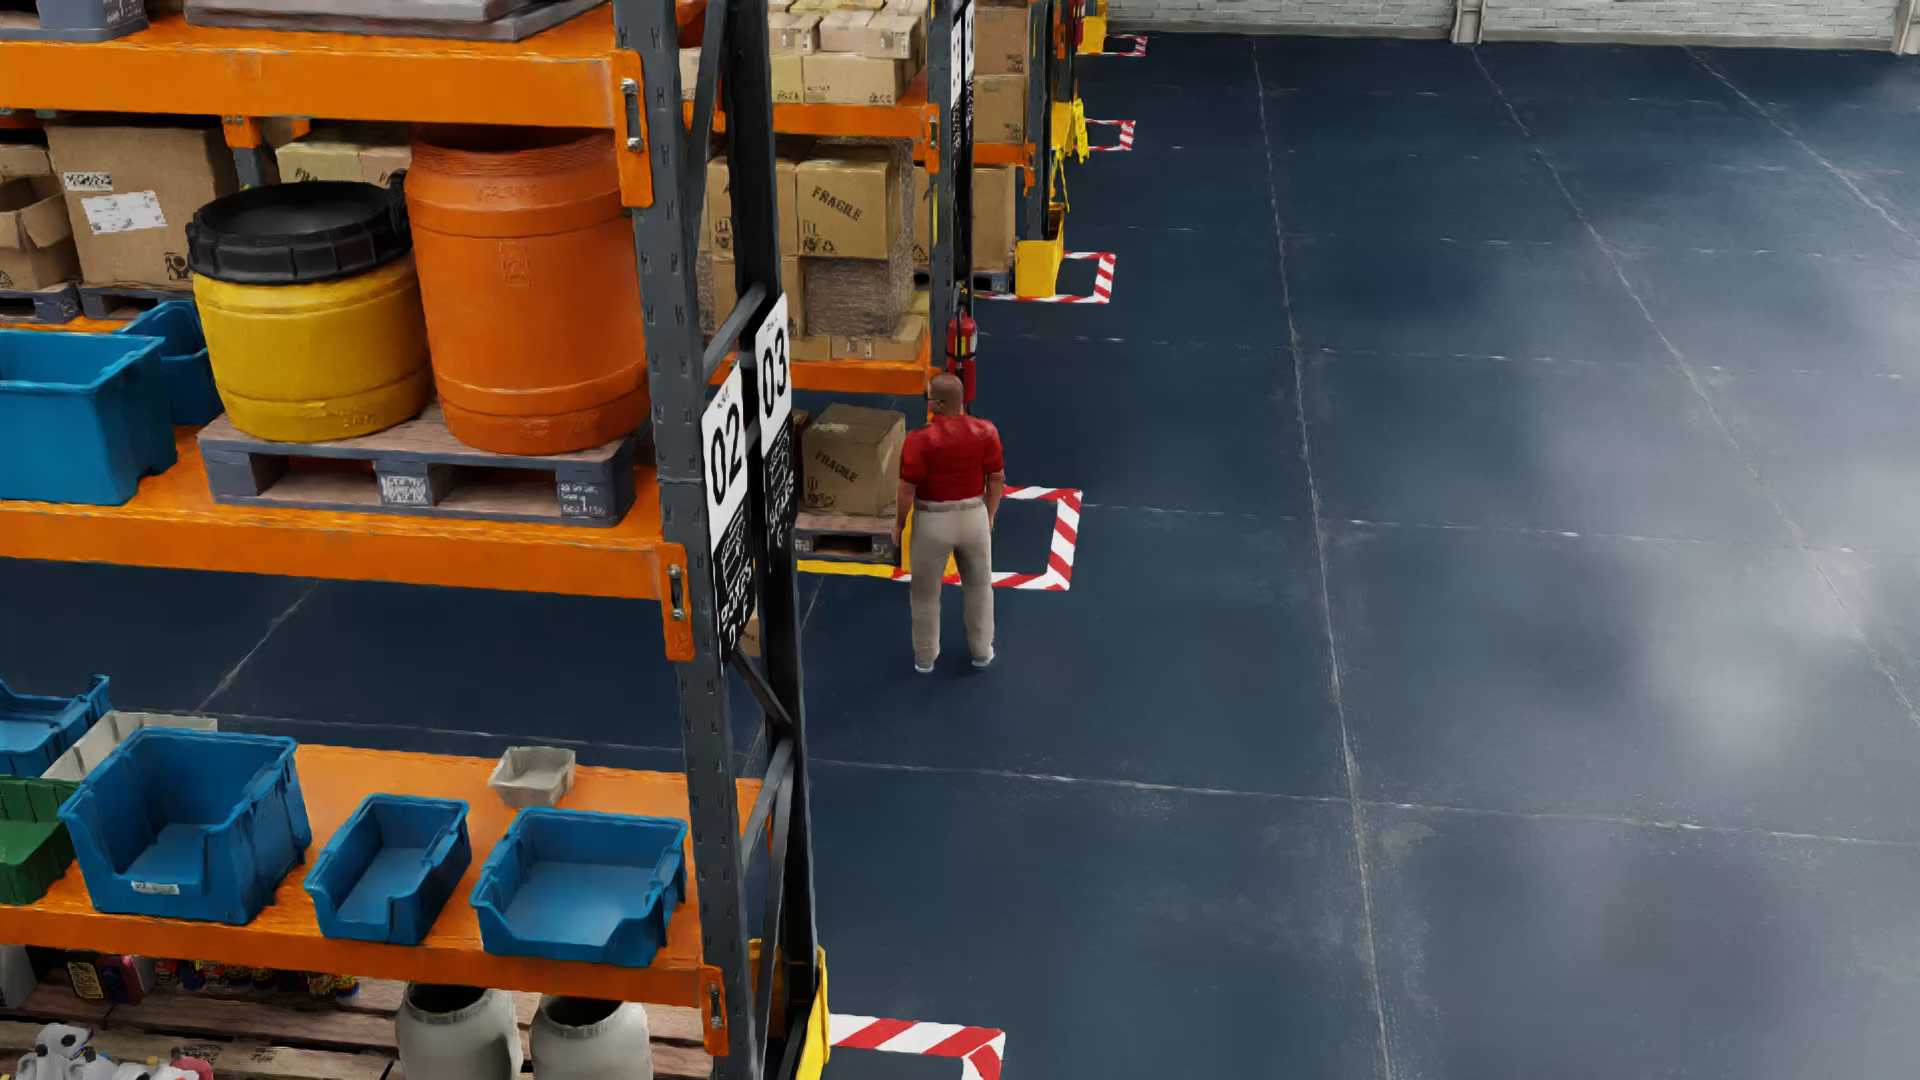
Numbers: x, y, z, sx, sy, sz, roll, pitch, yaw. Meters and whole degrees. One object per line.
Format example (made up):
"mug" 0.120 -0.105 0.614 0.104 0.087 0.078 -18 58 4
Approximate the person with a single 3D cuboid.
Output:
"person" -0.066 -0.069 8.786 0.582 1.784 0.418 -9 29 -16
